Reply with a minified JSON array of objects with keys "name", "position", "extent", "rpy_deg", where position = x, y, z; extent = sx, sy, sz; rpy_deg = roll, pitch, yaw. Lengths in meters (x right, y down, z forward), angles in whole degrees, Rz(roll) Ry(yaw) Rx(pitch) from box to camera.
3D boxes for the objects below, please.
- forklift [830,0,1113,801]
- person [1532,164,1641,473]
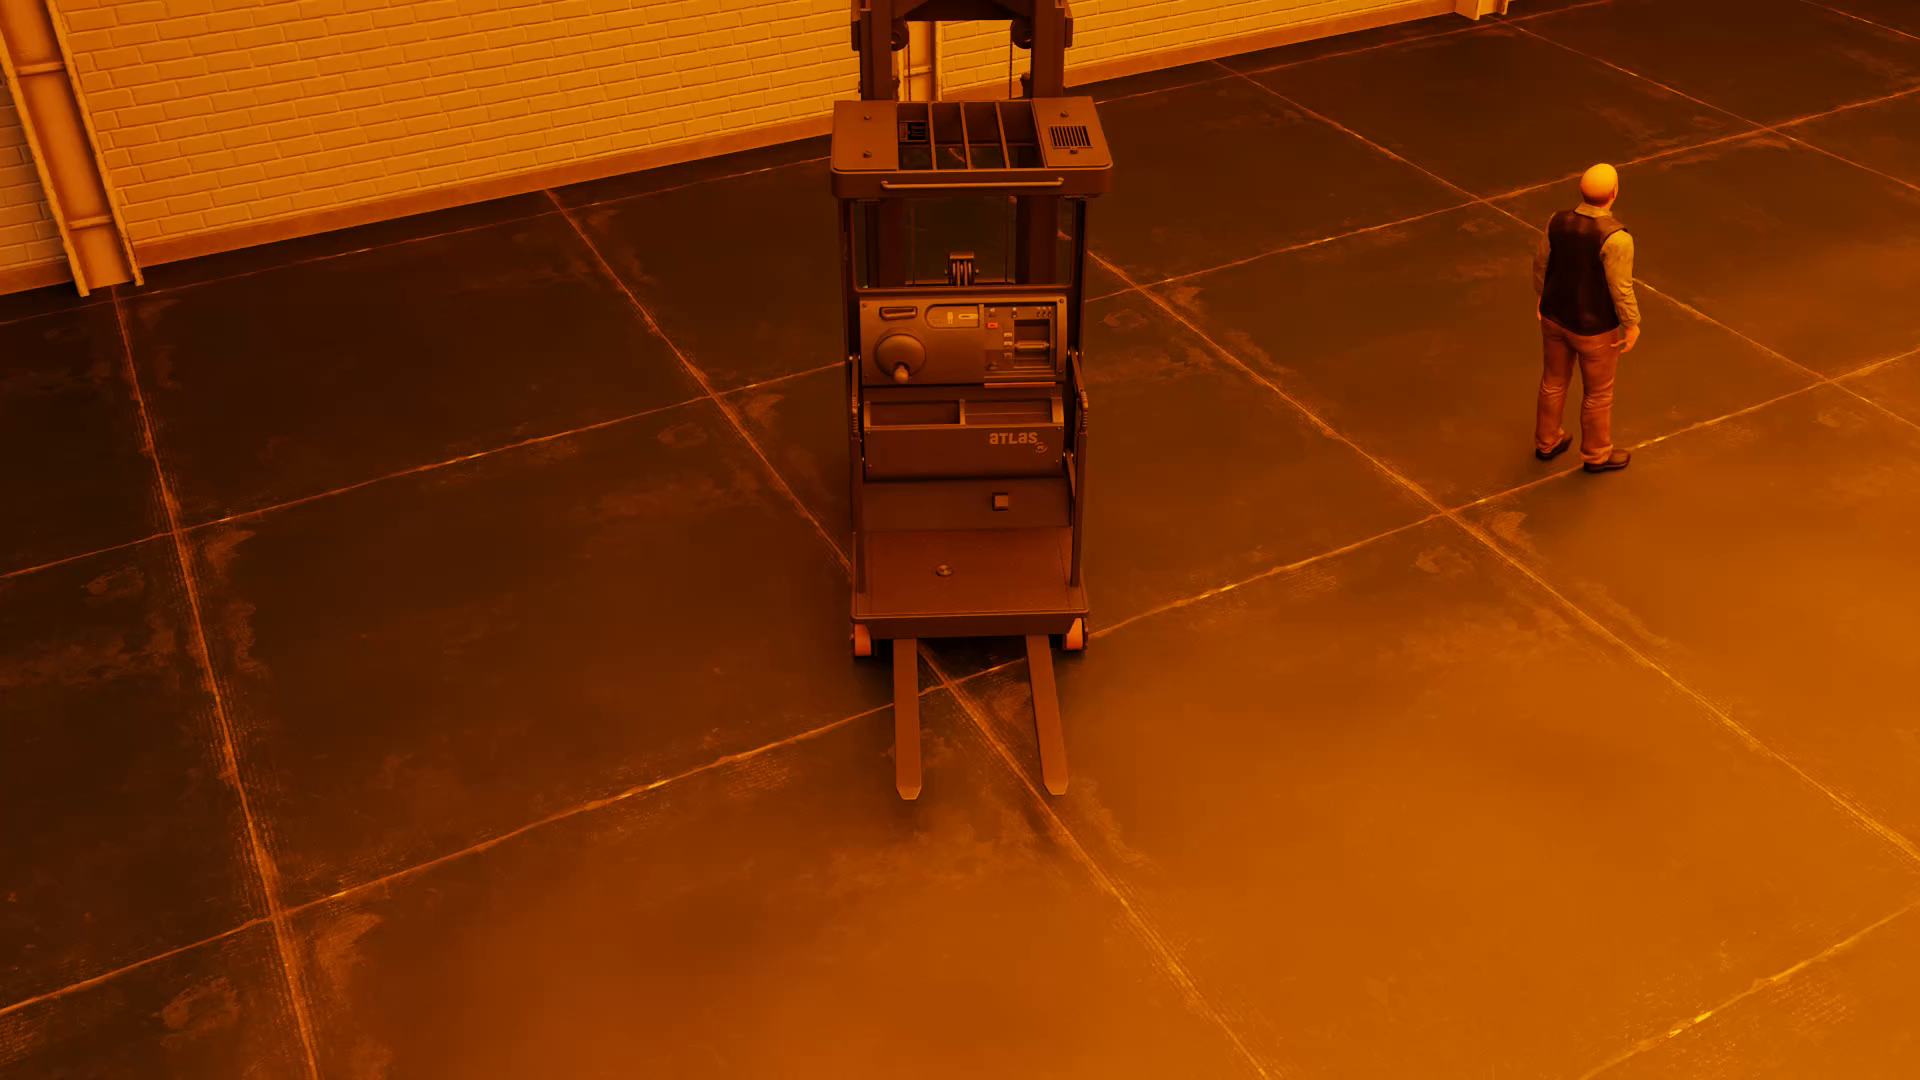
[{"name":"forklift","position":[0.028,-0.838,7.308],"extent":[1.130,2.935,3.031],"rpy_deg":[-1,35,-2]},{"name":"person","position":[3.347,-1.189,8.840],"extent":[0.569,1.720,0.632],"rpy_deg":[-22,41,-28]}]
